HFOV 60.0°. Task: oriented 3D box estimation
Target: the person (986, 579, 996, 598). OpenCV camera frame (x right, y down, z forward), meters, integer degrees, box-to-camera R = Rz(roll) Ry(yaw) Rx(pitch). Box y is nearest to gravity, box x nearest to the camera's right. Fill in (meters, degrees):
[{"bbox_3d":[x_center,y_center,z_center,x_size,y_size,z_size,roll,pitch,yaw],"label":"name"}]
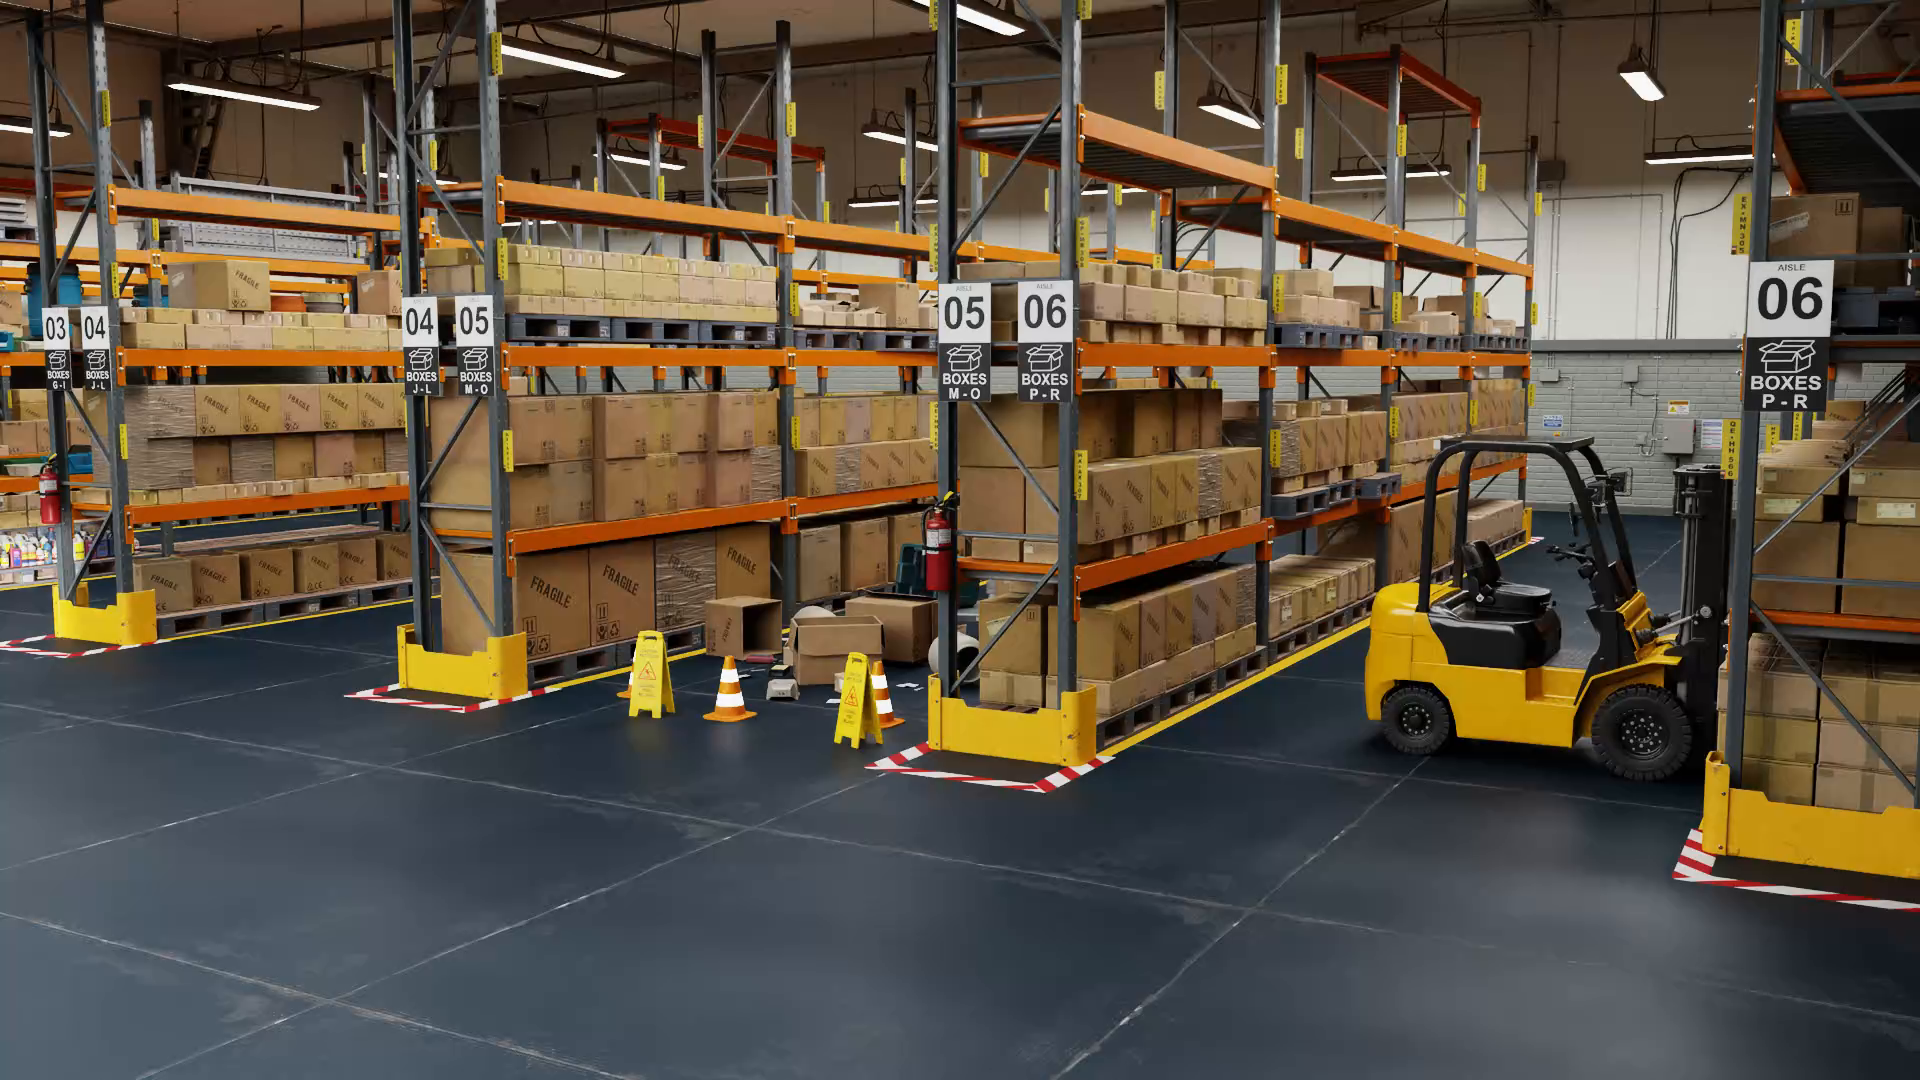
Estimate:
[{"bbox_3d":[0.469,-0.152,18.777,0.514,1.673,0.353,3,7,25],"label":"person"}]
